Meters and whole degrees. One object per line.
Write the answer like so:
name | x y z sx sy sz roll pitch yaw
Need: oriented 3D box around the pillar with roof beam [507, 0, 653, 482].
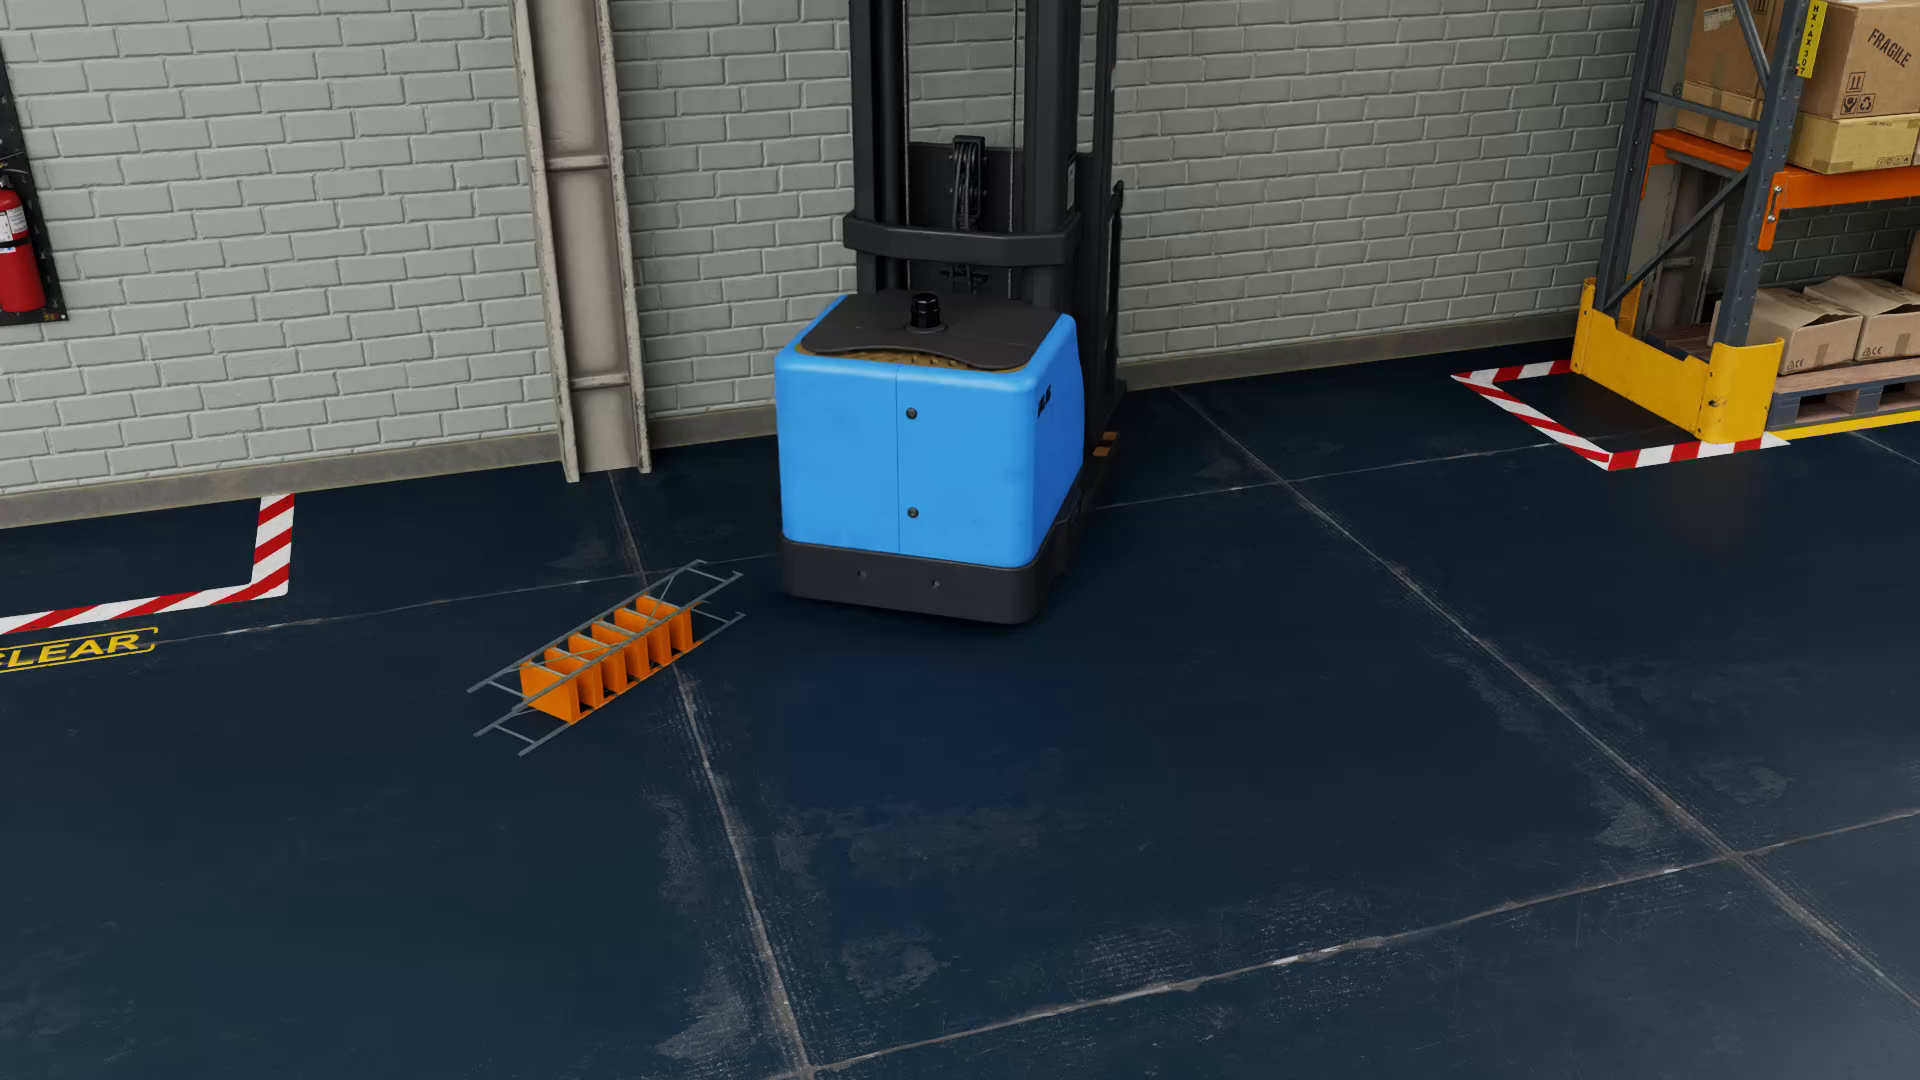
pillar with roof beam | -0.364 -2.572 2.310 0.400 9.000 9.100 -8 28 -16

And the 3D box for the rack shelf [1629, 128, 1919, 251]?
rack shelf | 5.512 -2.022 8.759 4.000 0.370 1.077 -8 28 -16

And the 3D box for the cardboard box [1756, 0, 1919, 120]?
cardboard box | 4.157 -2.285 7.783 0.500 0.500 0.500 -8 28 -16

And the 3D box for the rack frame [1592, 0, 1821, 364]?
rack frame | 3.610 -2.069 8.044 0.127 3.000 1.000 -8 28 -16

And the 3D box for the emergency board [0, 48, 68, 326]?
emergency board | -4.058 -1.381 6.658 0.643 1.169 0.194 -8 28 -16

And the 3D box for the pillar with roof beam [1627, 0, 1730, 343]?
pillar with roof beam | 5.341 -3.398 3.975 0.400 9.000 9.100 -8 28 -16

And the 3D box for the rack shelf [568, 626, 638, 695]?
rack shelf | -1.324 0.440 6.146 0.258 0.180 0.103 16 31 30

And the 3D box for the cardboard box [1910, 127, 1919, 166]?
cardboard box | 4.662 -2.021 8.094 0.500 0.250 0.500 -9 28 -18

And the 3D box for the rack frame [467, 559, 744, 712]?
rack frame | -1.283 0.330 6.162 0.240 0.006 1.200 16 31 30

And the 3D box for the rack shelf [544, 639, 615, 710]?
rack shelf | -1.390 0.484 6.057 0.258 0.180 0.103 16 31 30

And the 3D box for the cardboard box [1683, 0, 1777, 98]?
cardboard box | 3.993 -2.501 8.218 0.500 0.500 0.500 -9 28 -17

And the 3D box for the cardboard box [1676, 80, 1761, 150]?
cardboard box | 3.995 -2.157 8.368 0.500 0.250 0.500 -8 27 -15

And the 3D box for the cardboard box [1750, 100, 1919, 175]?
cardboard box | 4.173 -1.944 7.938 0.500 0.250 0.500 -9 28 -18

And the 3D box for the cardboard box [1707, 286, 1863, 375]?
cardboard box | 4.296 -1.119 8.660 0.500 0.311 0.500 -12 29 -22

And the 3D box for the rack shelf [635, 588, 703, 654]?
rack shelf | -1.126 0.306 6.416 0.258 0.180 0.103 16 31 30

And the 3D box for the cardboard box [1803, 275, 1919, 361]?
cardboard box | 4.838 -1.197 8.818 0.500 0.311 0.500 -6 27 -12

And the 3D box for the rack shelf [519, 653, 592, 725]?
rack shelf | -1.456 0.529 5.967 0.258 0.180 0.103 16 31 30

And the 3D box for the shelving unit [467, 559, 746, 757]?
shelving unit | -1.283 0.412 6.203 0.258 0.189 1.200 16 31 30

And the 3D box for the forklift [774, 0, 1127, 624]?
forklift | 0.159 -1.622 7.221 1.130 2.935 3.031 7 27 14

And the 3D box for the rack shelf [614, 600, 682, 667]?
rack shelf | -1.192 0.351 6.326 0.258 0.180 0.103 16 31 30

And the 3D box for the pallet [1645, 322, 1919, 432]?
pallet | 4.466 -0.927 8.881 1.213 0.211 1.003 -8 28 -16

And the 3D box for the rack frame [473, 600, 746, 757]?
rack frame | -1.283 0.494 6.244 0.240 0.006 1.200 16 31 30

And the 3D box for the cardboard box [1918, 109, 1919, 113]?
cardboard box | 4.630 -2.349 7.911 0.500 0.500 0.500 -8 28 -16

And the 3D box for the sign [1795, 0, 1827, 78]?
sign | 3.779 -2.227 7.390 0.005 0.325 0.100 -8 28 -16

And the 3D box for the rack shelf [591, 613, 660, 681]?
rack shelf | -1.258 0.395 6.236 0.258 0.180 0.103 16 31 30

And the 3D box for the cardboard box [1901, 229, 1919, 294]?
cardboard box | 5.551 -1.362 8.937 0.500 0.500 0.700 -10 28 -19

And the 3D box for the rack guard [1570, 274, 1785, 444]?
rack guard | 3.683 -0.960 8.621 0.348 0.500 1.175 -8 28 -16
